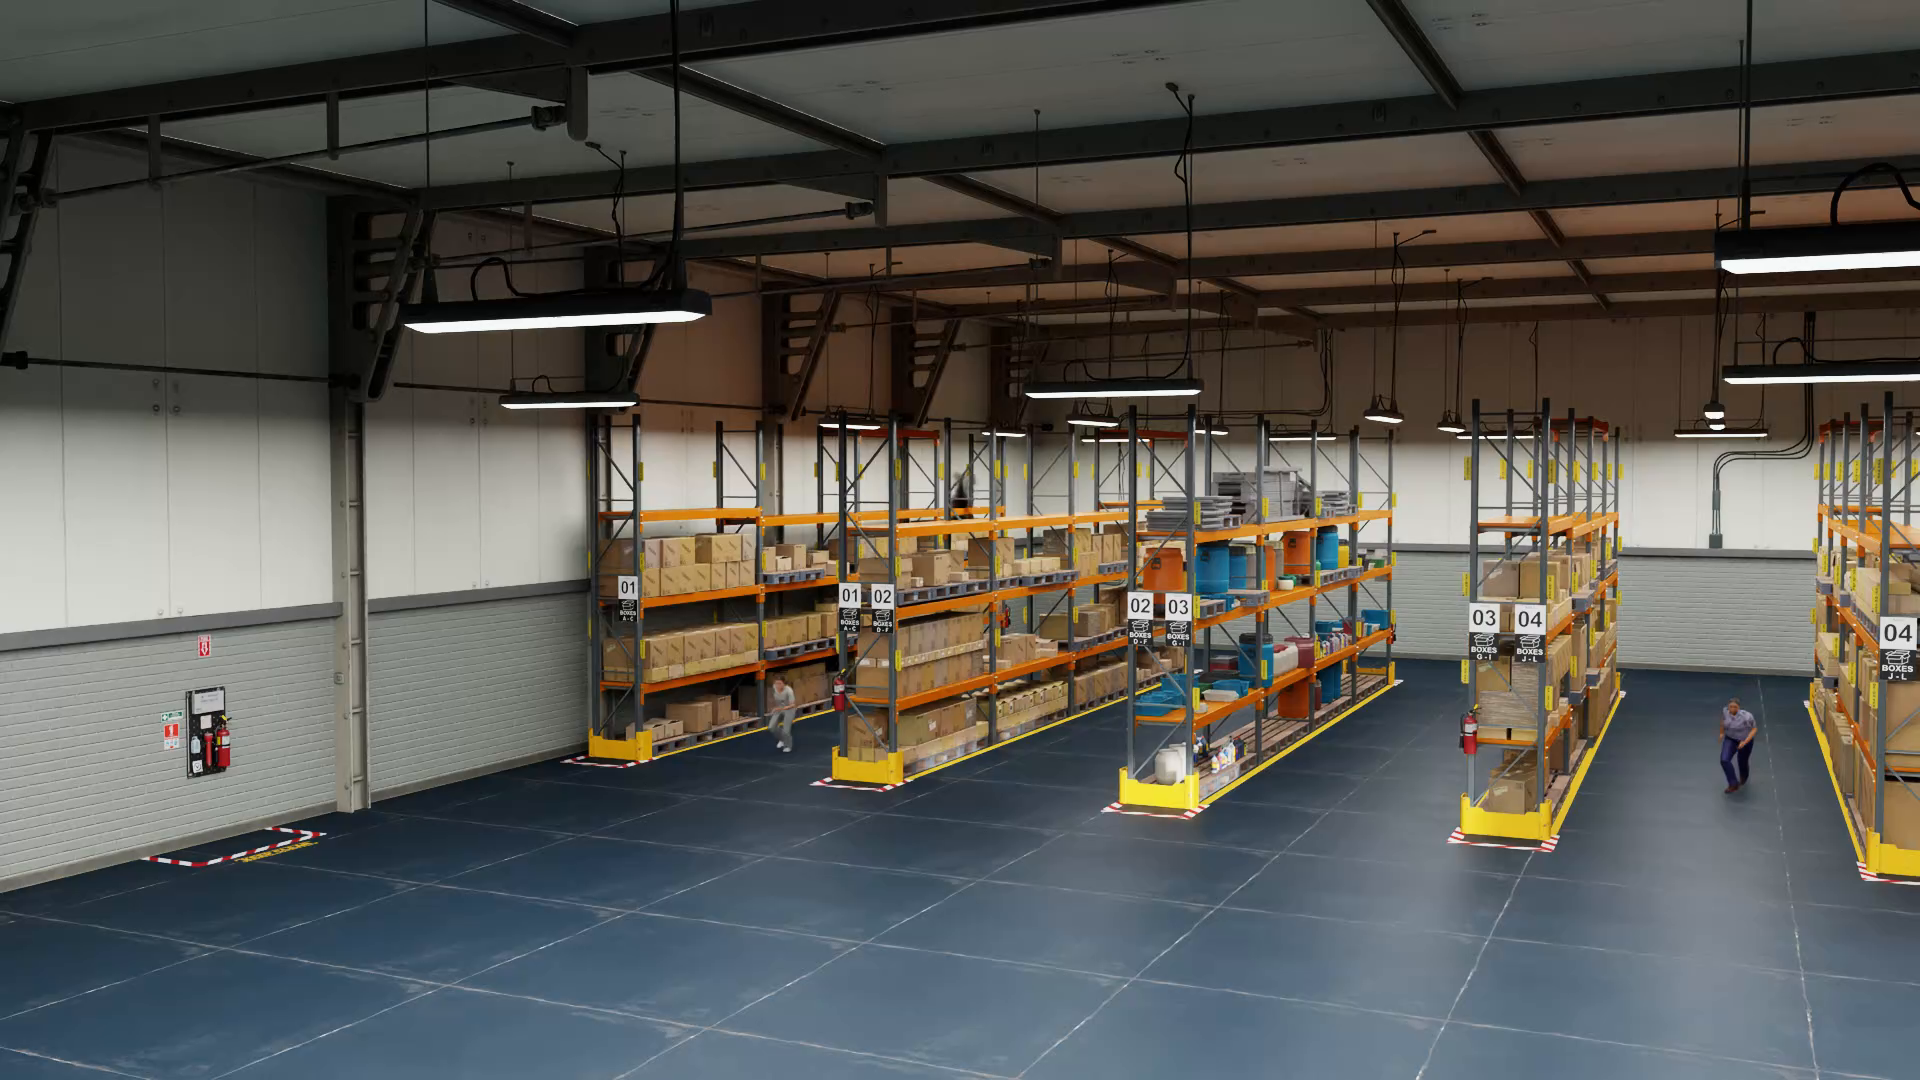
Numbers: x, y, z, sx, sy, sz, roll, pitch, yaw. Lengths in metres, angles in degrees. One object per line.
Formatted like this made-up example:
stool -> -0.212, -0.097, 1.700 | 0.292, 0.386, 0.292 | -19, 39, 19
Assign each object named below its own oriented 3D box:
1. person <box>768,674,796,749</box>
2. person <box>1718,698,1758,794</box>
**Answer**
person -> -3.116, 3.042, 29.375 | 0.584, 1.406, 0.899 | 1, 3, 24
person -> 12.214, 3.174, 26.023 | 0.604, 1.503, 0.990 | 2, 3, 41
